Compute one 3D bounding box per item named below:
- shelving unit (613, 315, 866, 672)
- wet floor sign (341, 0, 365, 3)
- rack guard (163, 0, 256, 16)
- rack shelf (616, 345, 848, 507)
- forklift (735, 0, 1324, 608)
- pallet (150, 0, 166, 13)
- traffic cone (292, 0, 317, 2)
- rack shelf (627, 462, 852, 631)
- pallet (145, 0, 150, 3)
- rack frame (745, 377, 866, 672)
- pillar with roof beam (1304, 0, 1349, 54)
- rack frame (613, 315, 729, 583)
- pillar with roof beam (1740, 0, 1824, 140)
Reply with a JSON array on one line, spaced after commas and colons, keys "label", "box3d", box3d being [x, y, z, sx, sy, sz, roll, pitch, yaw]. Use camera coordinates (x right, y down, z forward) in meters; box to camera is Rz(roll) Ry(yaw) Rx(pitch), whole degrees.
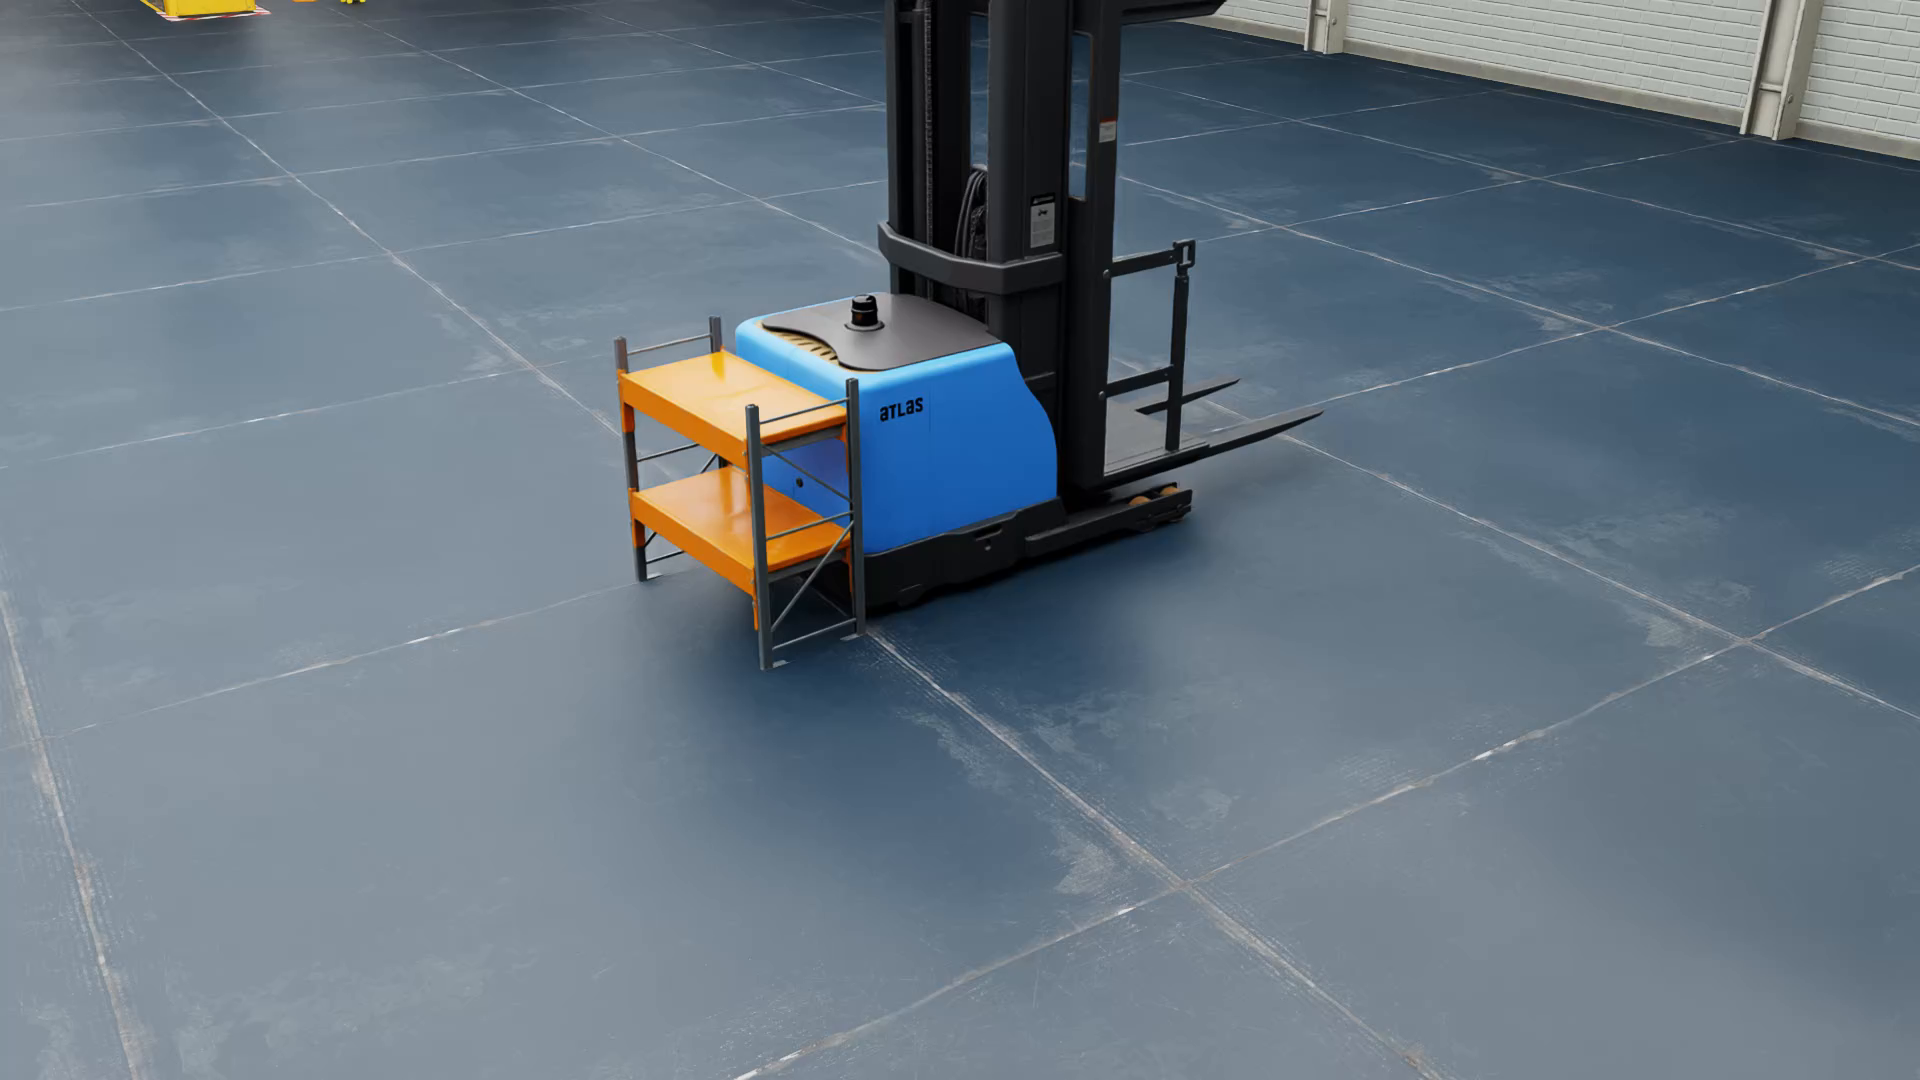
[{"label": "shelving unit", "box3d": [-0.914, -0.222, 6.902, 0.538, 1.125, 1.048, -19, 31, -35]}, {"label": "wet floor sign", "box3d": [-9.001, -8.275, 24.522, 0.267, 0.644, 0.232, -22, 33, -38]}, {"label": "rack guard", "box3d": [-10.663, -7.749, 23.580, 1.175, 0.500, 0.348, -16, 29, -30]}, {"label": "rack shelf", "box3d": [-0.914, -0.487, 6.777, 0.538, 0.278, 1.000, -19, 31, -35]}, {"label": "forklift", "box3d": [0.488, -1.525, 7.548, 3.031, 2.935, 1.130, -18, 31, -33]}, {"label": "pallet", "box3d": [-11.178, -7.895, 24.227, 1.003, 0.211, 1.213, -16, 29, -30]}, {"label": "traffic cone", "box3d": [-9.776, -8.262, 24.709, 0.336, 0.463, 0.334, -16, 29, -30]}, {"label": "rack shelf", "box3d": [-0.914, -0.001, 7.006, 0.538, 0.278, 1.000, -19, 31, -35]}, {"label": "pallet", "box3d": [-11.840, -8.331, 25.150, 1.003, 0.211, 1.213, -16, 29, -30]}, {"label": "rack frame", "box3d": [-0.595, -0.053, 6.544, 0.500, 1.125, 0.032, -19, 31, -35]}, {"label": "pillar with roof beam", "box3d": [0.892, -9.113, 16.512, 9.100, 9.000, 0.400, -16, 29, -30]}, {"label": "rack frame", "box3d": [-1.233, -0.391, 7.260, 0.500, 1.125, 0.032, -19, 31, -35]}, {"label": "pillar with roof beam", "box3d": [4.167, -6.967, 11.966, 9.100, 9.000, 0.400, -16, 29, -30]}]
